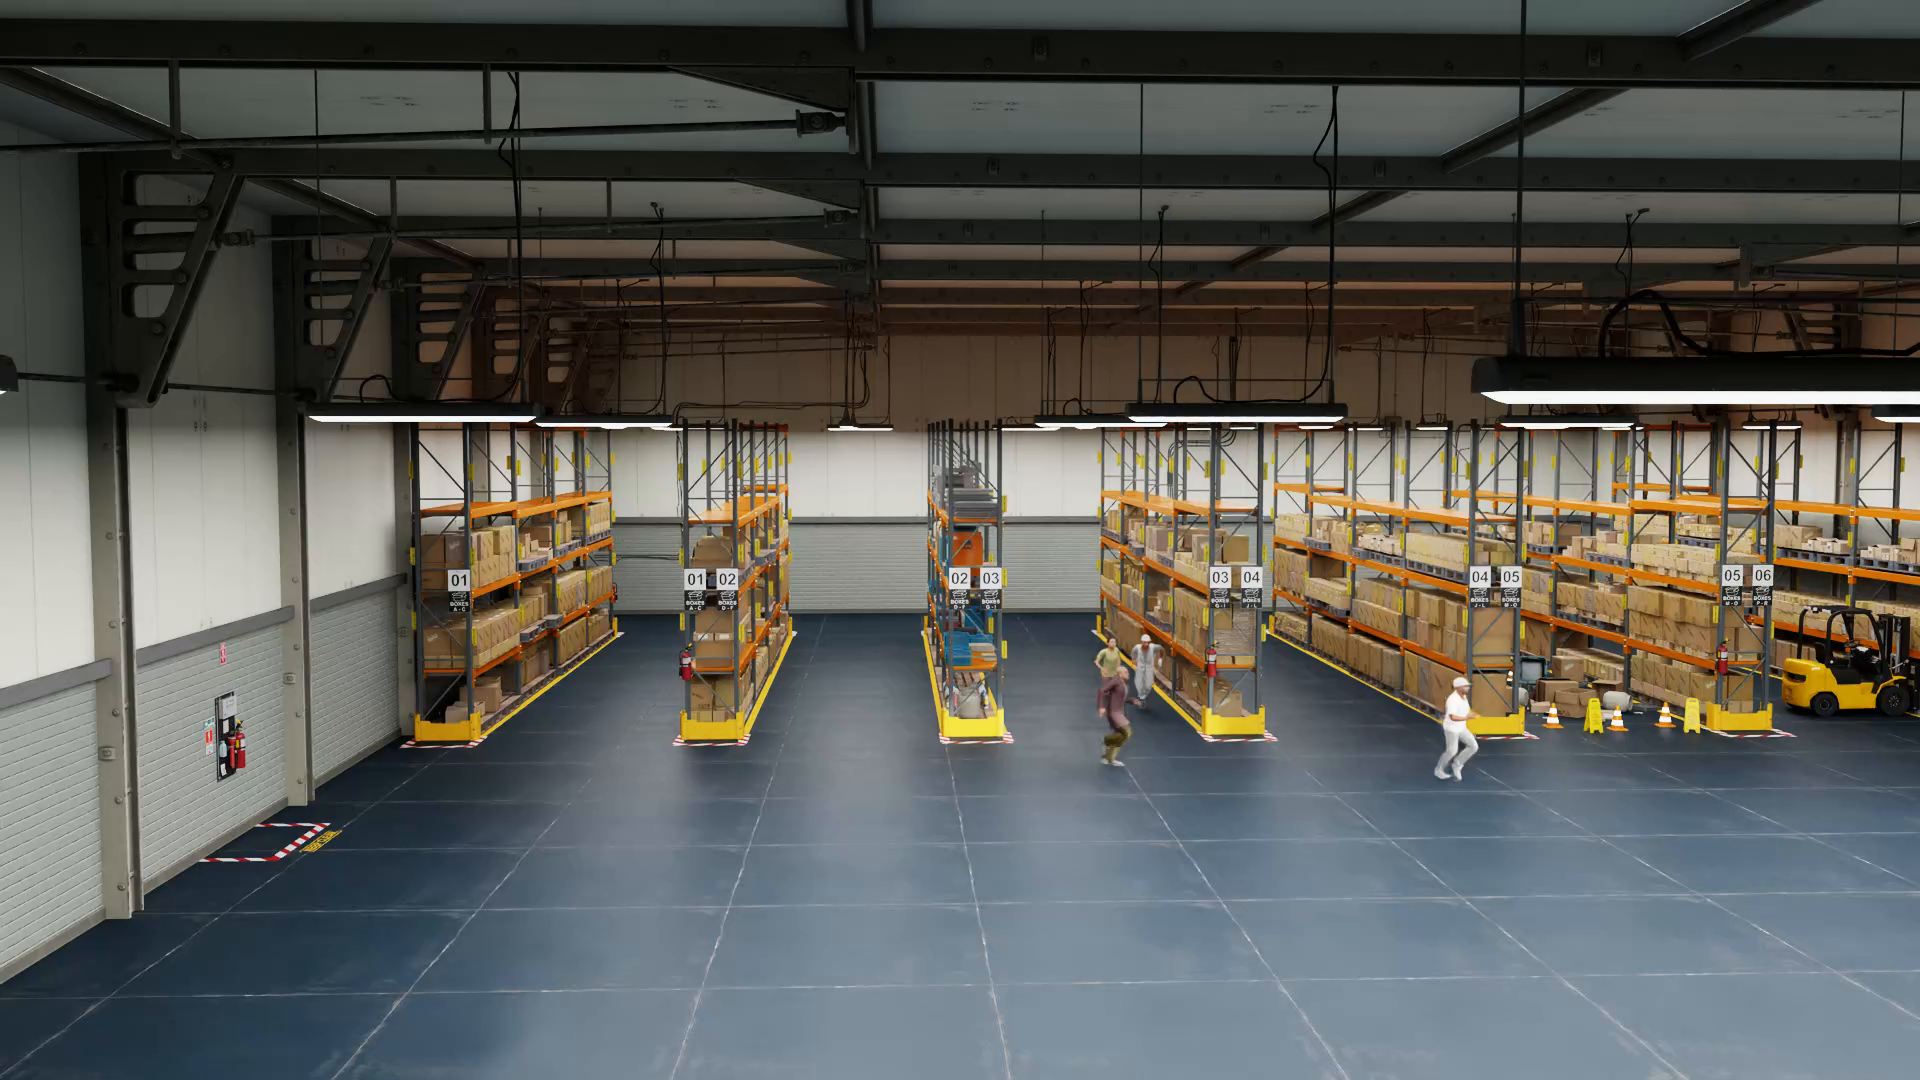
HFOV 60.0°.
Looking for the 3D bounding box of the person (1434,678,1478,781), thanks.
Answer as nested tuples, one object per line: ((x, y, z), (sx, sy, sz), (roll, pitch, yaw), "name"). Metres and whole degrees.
((8.145, 3.092, 27.223), (0.782, 1.717, 0.738), (3, 5, 40), "person")

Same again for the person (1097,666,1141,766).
((2.761, 3.032, 28.610), (0.689, 1.728, 0.759), (2, 4, 30), "person")

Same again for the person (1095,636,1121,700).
((3.008, 2.756, 33.625), (0.604, 1.657, 0.869), (-1, 4, -21), "person")

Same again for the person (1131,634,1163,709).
((3.857, 2.721, 34.311), (0.689, 1.608, 0.833), (0, 4, 2), "person")
